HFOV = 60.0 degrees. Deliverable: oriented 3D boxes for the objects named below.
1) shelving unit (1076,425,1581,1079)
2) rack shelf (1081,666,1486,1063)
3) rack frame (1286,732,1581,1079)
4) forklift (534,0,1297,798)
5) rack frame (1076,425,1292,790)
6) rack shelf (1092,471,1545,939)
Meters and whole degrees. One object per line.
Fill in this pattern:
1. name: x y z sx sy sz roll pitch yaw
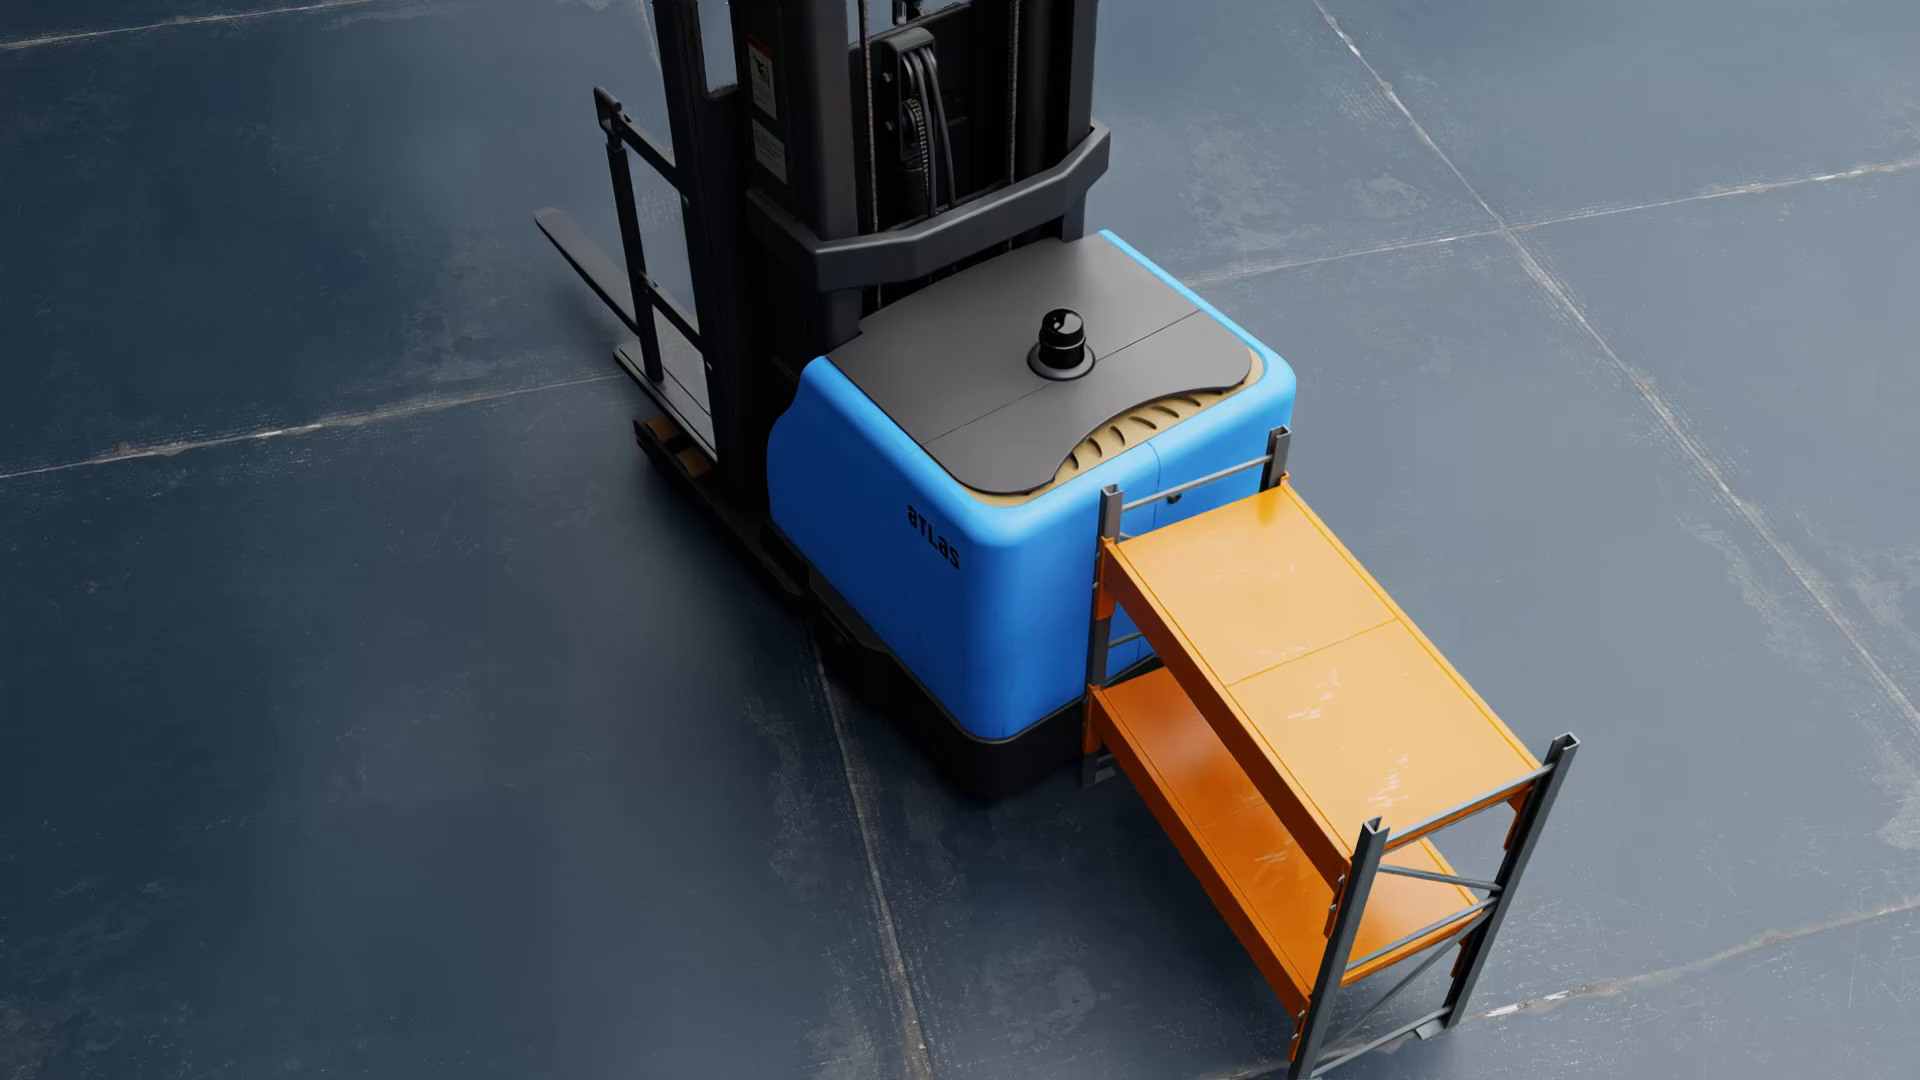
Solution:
1. shelving unit: 0.774 0.534 3.939 0.538 1.125 1.048 -19 49 -18
2. rack shelf: 0.774 0.705 4.114 0.538 0.278 1.000 -19 49 -18
3. rack frame: 0.995 0.861 3.619 0.500 1.125 0.032 -19 49 -18
4. forklift: -0.407 -1.345 4.516 1.130 2.935 3.031 -28 52 -24
5. rack frame: 0.553 0.207 4.259 0.500 1.125 0.032 -19 49 -18
6. rack shelf: 0.774 0.329 3.730 0.538 0.278 1.000 -19 49 -18
